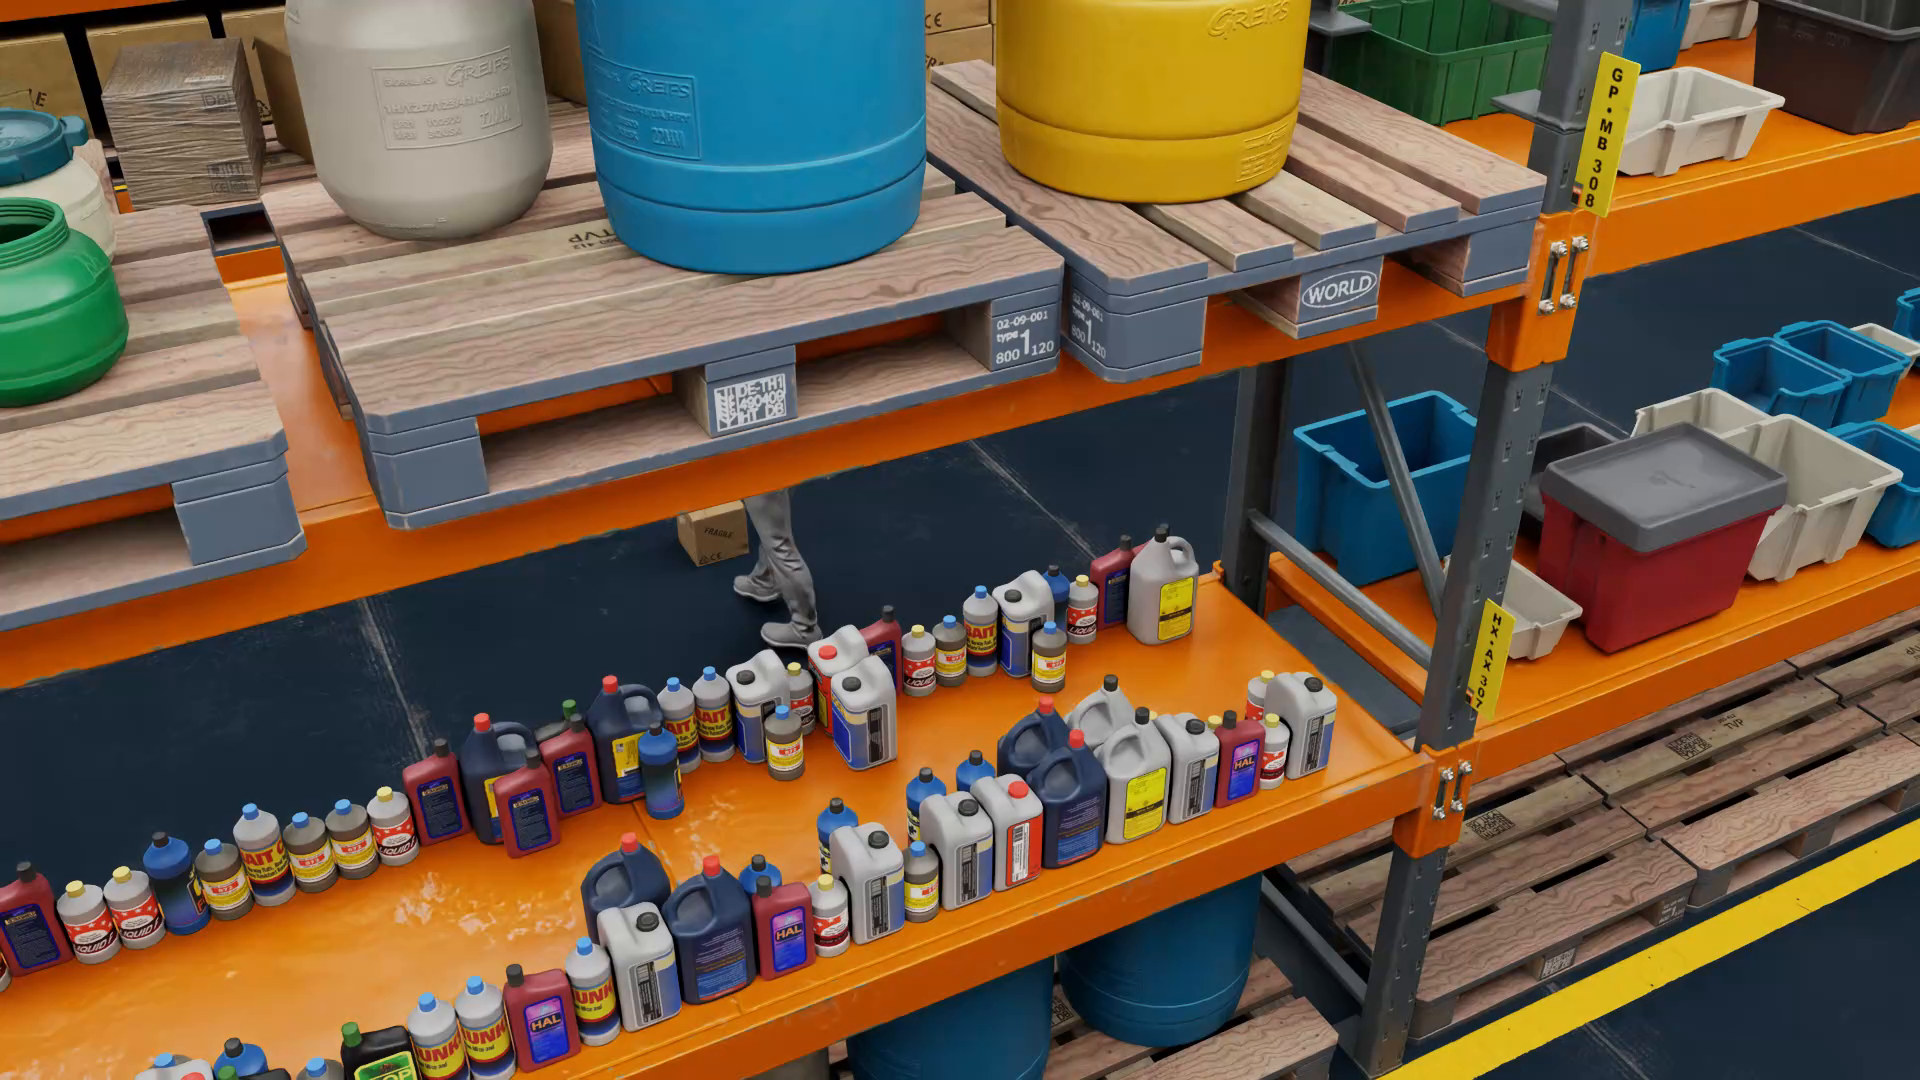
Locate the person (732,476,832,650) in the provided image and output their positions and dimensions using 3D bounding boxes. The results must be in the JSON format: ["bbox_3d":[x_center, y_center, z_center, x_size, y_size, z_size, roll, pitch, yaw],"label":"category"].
[{"bbox_3d":[-0.823,-0.339,6.647,0.644,1.680,0.496,23,40,31],"label":"person"}]
